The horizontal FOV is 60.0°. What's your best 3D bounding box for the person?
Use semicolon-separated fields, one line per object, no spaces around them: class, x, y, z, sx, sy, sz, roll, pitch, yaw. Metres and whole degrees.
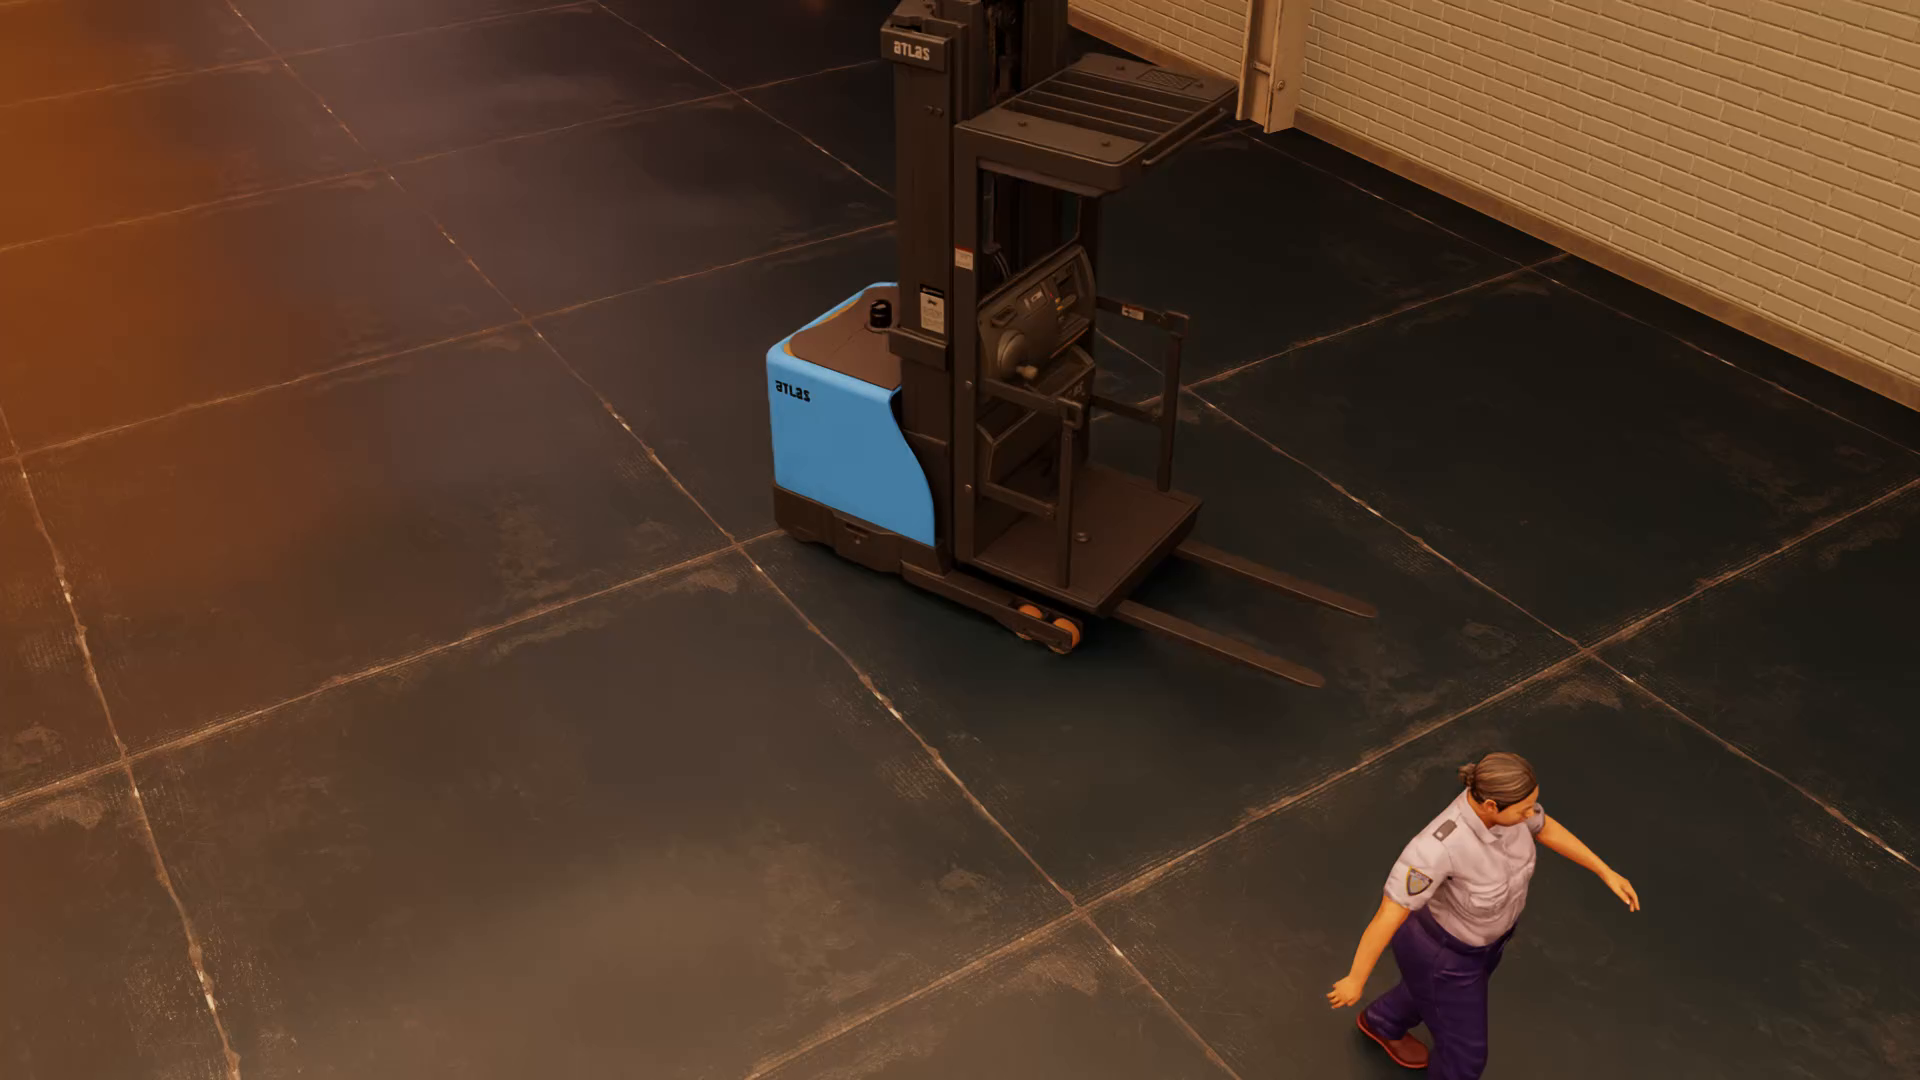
person;1.634;1.336;5.403;0.894;1.630;0.729;-30;45;-35

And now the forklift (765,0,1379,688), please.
forklift;0.532;-1.007;7.580;3.031;2.935;1.130;21;40;27
